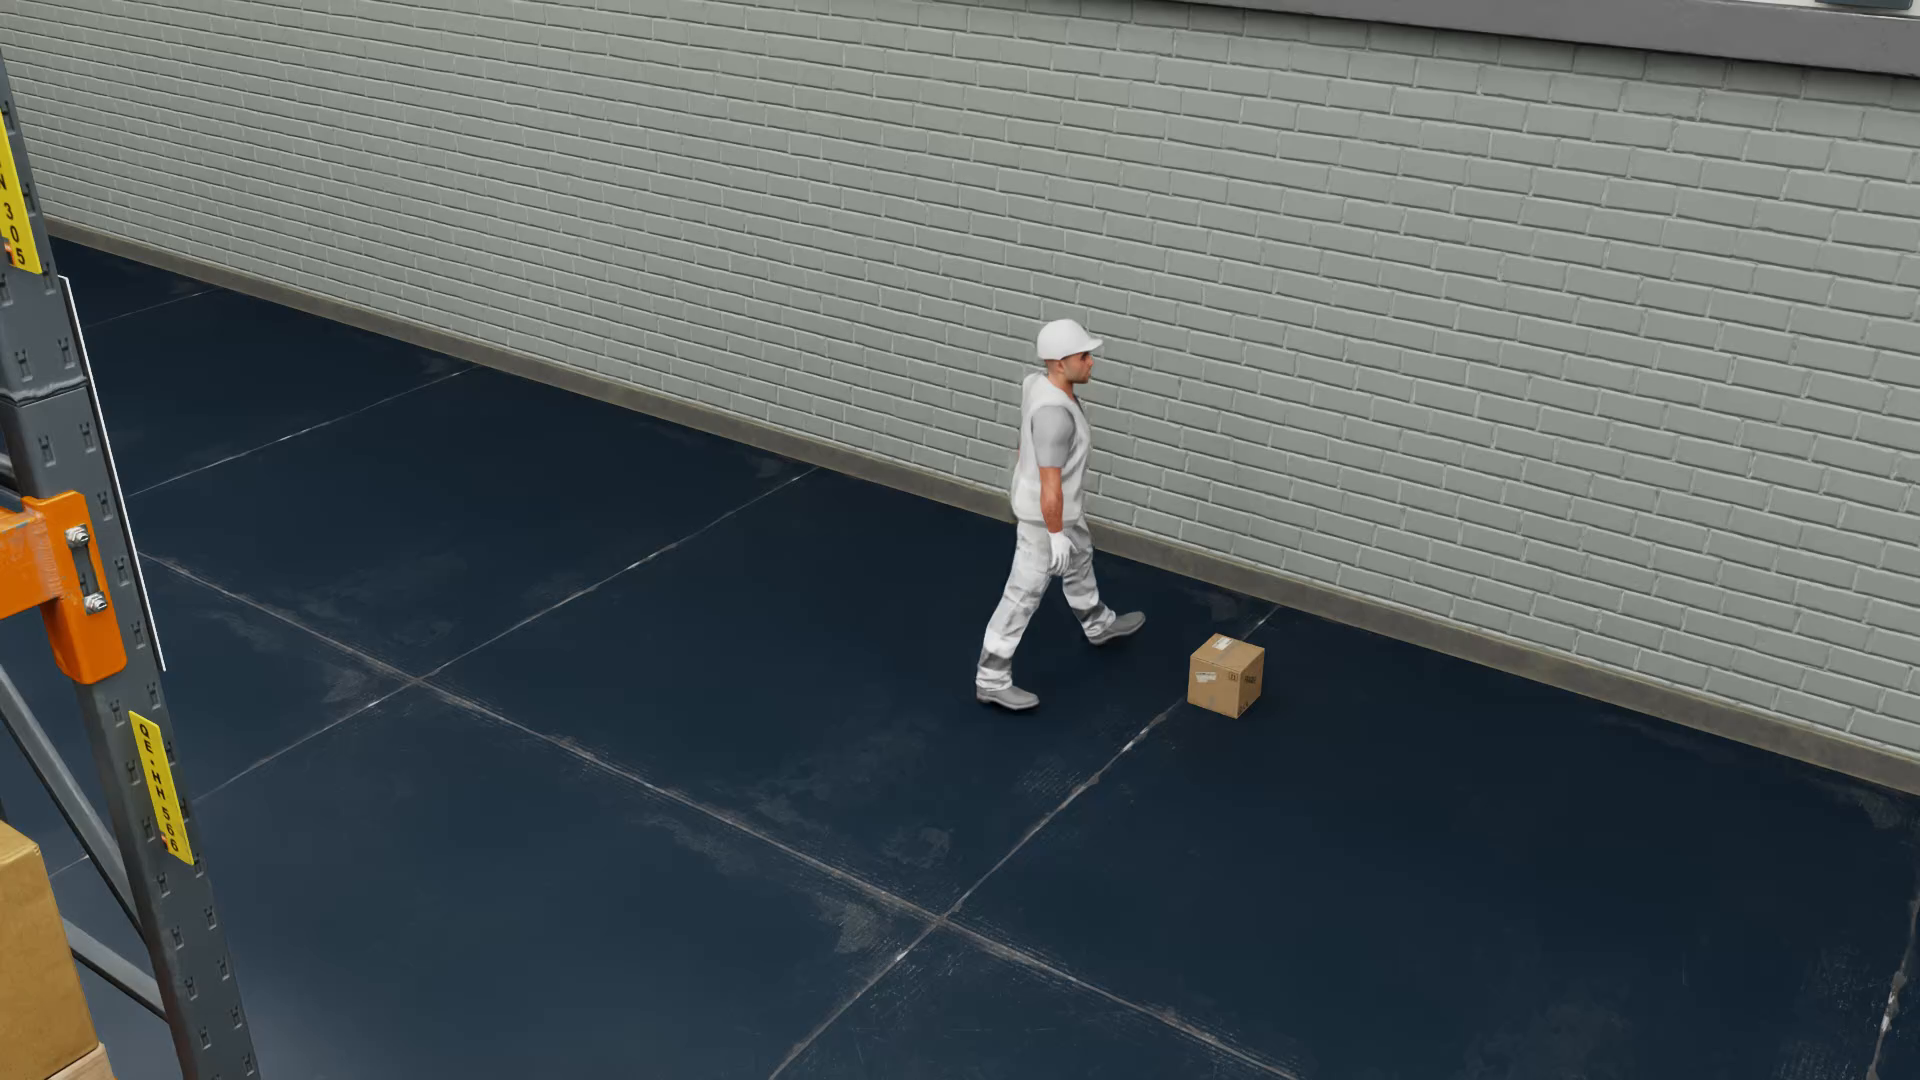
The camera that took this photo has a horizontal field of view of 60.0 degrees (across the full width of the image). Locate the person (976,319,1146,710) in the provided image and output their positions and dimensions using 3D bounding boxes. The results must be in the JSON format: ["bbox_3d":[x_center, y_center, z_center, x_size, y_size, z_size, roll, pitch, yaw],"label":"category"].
[{"bbox_3d":[0.485,-0.156,7.390,0.829,1.755,0.762,0,27,0],"label":"person"}]
